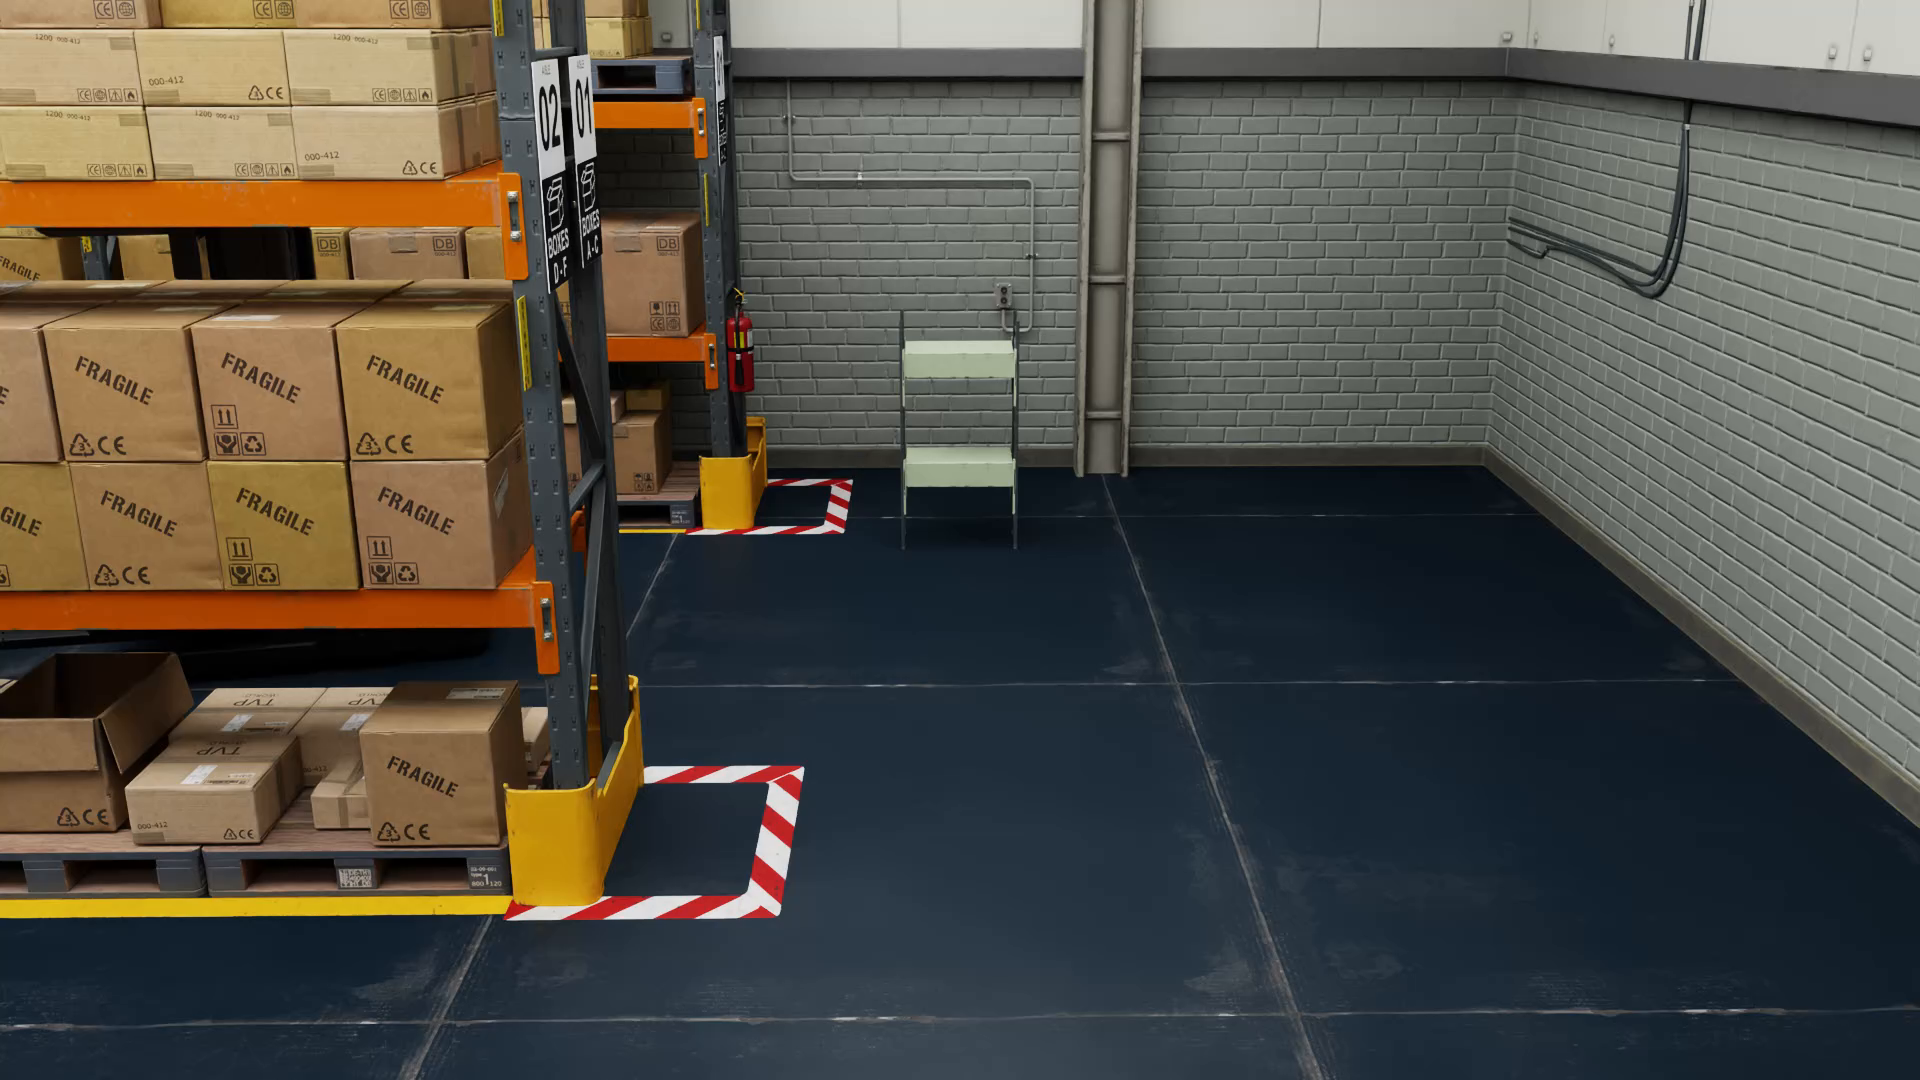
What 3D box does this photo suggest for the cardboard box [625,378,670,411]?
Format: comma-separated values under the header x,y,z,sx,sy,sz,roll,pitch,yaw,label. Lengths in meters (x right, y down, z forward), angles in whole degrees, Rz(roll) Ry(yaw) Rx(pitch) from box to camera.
x,y,z,sx,sy,sz,roll,pitch,yaw,label
-2.190,-1.024,11.671,0.250,0.149,0.380,0,18,0,cardboard box

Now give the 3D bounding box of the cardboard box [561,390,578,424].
x,y,z,sx,sy,sz,roll,pitch,yaw,label
-2.693,-0.904,11.299,0.250,0.149,0.380,0,18,1,cardboard box

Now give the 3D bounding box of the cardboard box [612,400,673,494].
x,y,z,sx,sy,sz,roll,pitch,yaw,label
-2.312,-0.653,11.578,0.500,0.500,0.700,0,18,-1,cardboard box

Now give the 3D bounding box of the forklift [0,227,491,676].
x,y,z,sx,sy,sz,roll,pitch,yaw,label
-4.150,-0.816,8.792,3.031,2.935,1.130,-4,18,-11,forklift

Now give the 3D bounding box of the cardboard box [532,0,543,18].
x,y,z,sx,sy,sz,roll,pitch,yaw,label
-2.842,-3.553,10.469,0.500,0.500,0.500,0,18,1,cardboard box

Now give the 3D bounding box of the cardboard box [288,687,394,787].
x,y,z,sx,sy,sz,roll,pitch,yaw,label
-2.580,0.854,7.257,0.500,0.250,0.500,0,18,-1,cardboard box

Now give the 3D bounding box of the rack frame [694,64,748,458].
x,y,z,sx,sy,sz,roll,pitch,yaw,label
-1.614,-1.677,11.366,0.127,3.000,1.000,0,18,-1,rack frame

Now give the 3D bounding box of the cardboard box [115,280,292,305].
x,y,z,sx,sy,sz,roll,pitch,yaw,label
-3.002,-0.761,6.708,0.500,0.500,0.500,0,18,0,cardboard box

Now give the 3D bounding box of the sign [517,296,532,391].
x,y,z,sx,sy,sz,roll,pitch,yaw,label
-1.543,-0.697,5.896,0.005,0.325,0.100,0,18,-1,sign

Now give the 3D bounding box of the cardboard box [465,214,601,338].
x,y,z,sx,sy,sz,roll,pitch,yaw,label
-2.851,-1.808,11.282,0.700,0.700,0.980,0,18,-1,cardboard box

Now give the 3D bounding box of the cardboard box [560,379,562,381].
x,y,z,sx,sy,sz,roll,pitch,yaw,label
-2.947,-1.020,11.660,0.250,0.149,0.380,0,18,0,cardboard box

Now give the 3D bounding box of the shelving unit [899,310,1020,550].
x,y,z,sx,sy,sz,roll,pitch,yaw,label
-0.007,-0.714,10.818,0.755,1.500,0.431,0,18,-1,shelving unit

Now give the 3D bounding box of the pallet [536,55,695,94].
x,y,z,sx,sy,sz,roll,pitch,yaw,label
-2.355,-3.057,10.900,1.213,0.211,1.003,0,18,-1,pallet

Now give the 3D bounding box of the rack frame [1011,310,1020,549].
x,y,z,sx,sy,sz,roll,pitch,yaw,label
0.359,-0.716,10.824,0.023,1.500,0.400,0,18,-1,rack frame

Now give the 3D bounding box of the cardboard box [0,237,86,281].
x,y,z,sx,sy,sz,roll,pitch,yaw,label
-6.071,-1.778,10.995,0.500,0.500,0.500,-1,18,-2,cardboard box

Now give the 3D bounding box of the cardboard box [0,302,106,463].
x,y,z,sx,sy,sz,roll,pitch,yaw,label
-3.509,-0.593,6.185,0.500,0.500,0.500,0,18,1,cardboard box

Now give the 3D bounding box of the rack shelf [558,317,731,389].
x,y,z,sx,sy,sz,roll,pitch,yaw,label
-3.613,-1.325,11.446,4.000,0.370,1.077,0,18,-1,rack shelf

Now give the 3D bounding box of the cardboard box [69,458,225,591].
x,y,z,sx,sy,sz,roll,pitch,yaw,label
-2.993,-0.123,6.355,0.500,0.500,0.500,0,18,0,cardboard box

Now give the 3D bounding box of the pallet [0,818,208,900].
x,y,z,sx,sy,sz,roll,pitch,yaw,label
-3.622,1.173,7.046,1.213,0.211,1.003,0,18,-1,pallet

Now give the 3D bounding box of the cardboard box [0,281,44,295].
x,y,z,sx,sy,sz,roll,pitch,yaw,label
-4.014,-0.756,6.693,0.500,0.500,0.500,0,18,0,cardboard box

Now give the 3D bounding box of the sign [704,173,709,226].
x,y,z,sx,sy,sz,roll,pitch,yaw,label
-1.619,-2.176,10.636,0.005,0.325,0.100,0,18,-1,sign

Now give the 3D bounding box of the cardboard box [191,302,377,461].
x,y,z,sx,sy,sz,roll,pitch,yaw,label
-2.477,-0.599,6.205,0.500,0.500,0.500,0,18,1,cardboard box

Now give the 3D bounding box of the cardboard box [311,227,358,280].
x,y,z,sx,sy,sz,roll,pitch,yaw,label
-4.341,-1.800,11.258,0.700,0.700,0.980,-1,18,-2,cardboard box

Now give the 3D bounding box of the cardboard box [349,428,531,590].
x,y,z,sx,sy,sz,roll,pitch,yaw,label
-1.975,-0.127,6.369,0.500,0.500,0.500,0,18,1,cardboard box

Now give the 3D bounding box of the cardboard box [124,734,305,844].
x,y,z,sx,sy,sz,roll,pitch,yaw,label
-3.022,1.009,6.774,0.500,0.250,0.500,0,18,-1,cardboard box

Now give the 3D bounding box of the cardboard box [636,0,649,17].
x,y,z,sx,sy,sz,roll,pitch,yaw,label
-2.347,-3.709,10.956,0.500,0.500,0.500,-1,18,-3,cardboard box

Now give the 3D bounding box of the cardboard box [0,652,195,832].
x,y,z,sx,sy,sz,roll,pitch,yaw,label
-3.653,0.823,6.937,0.637,0.503,0.797,0,18,-1,cardboard box

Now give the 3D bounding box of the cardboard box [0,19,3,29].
x,y,z,sx,sy,sz,roll,pitch,yaw,label
-3.546,-2.124,6.045,0.500,0.500,0.700,0,18,-1,cardboard box

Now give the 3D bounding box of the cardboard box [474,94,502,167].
x,y,z,sx,sy,sz,roll,pitch,yaw,label
-2.049,-1.597,6.449,0.500,0.250,0.500,0,18,-1,cardboard box

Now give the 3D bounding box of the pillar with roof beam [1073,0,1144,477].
x,y,z,sx,sy,sz,roll,pitch,yaw,label
1.140,-3.496,7.215,0.400,9.000,9.100,0,18,-1,pillar with roof beam

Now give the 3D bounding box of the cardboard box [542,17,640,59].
x,y,z,sx,sy,sz,roll,pitch,yaw,label
-2.342,-3.197,10.588,0.500,0.250,0.500,0,18,1,cardboard box

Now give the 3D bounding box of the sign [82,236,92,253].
x,y,z,sx,sy,sz,roll,pitch,yaw,label
-5.595,-2.006,10.625,0.005,0.325,0.100,0,18,-1,sign

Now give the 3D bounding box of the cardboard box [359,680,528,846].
x,y,z,sx,sy,sz,roll,pitch,yaw,label
-2.071,0.894,6.722,0.500,0.500,0.500,0,18,-1,cardboard box

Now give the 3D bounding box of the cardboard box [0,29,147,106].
x,y,z,sx,sy,sz,roll,pitch,yaw,label
-3.041,-1.675,5.876,0.500,0.250,0.500,0,18,-1,cardboard box

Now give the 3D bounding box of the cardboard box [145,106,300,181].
x,y,z,sx,sy,sz,roll,pitch,yaw,label
-2.541,-1.439,5.959,0.500,0.250,0.500,0,18,-1,cardboard box

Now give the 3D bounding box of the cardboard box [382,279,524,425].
x,y,z,sx,sy,sz,roll,pitch,yaw,label
-1.980,-0.767,6.726,0.500,0.500,0.500,0,18,1,cardboard box

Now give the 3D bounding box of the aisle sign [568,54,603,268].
x,y,z,sx,sy,sz,roll,pitch,yaw,label
-1.468,-1.492,6.533,0.004,0.787,0.394,0,18,-1,aisle sign

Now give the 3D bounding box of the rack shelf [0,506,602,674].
x,y,z,sx,sy,sz,roll,pitch,yaw,label
-3.531,0.188,6.730,4.000,0.370,1.077,0,18,-1,rack shelf

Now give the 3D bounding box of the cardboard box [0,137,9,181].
x,y,z,sx,sy,sz,roll,pitch,yaw,label
-3.541,-1.435,5.947,0.500,0.250,0.500,0,18,-1,cardboard box

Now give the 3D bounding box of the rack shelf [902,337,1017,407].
x,y,z,sx,sy,sz,roll,pitch,yaw,label
-0.007,-1.086,10.699,0.720,0.370,0.431,0,18,-1,rack shelf

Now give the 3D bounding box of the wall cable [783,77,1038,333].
x,y,z,sx,sy,sz,roll,pitch,yaw,label
-0.348,-2.456,12.131,1.851,1.984,0.084,0,18,-1,wall cable

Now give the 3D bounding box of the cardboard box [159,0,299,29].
x,y,z,sx,sy,sz,roll,pitch,yaw,label
-2.546,-2.133,6.073,0.500,0.500,0.700,0,18,-1,cardboard box

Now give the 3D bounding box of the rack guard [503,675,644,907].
x,y,z,sx,sy,sz,roll,pitch,yaw,label
-1.608,1.026,7.030,0.348,0.500,1.175,0,18,-1,rack guard

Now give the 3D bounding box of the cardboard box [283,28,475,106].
x,y,z,sx,sy,sz,roll,pitch,yaw,label
-2.041,-1.679,5.888,0.500,0.250,0.500,0,18,-1,cardboard box

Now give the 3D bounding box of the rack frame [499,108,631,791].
x,y,z,sx,sy,sz,roll,pitch,yaw,label
-1.532,-0.165,6.650,0.127,3.000,1.000,0,18,-1,rack frame
